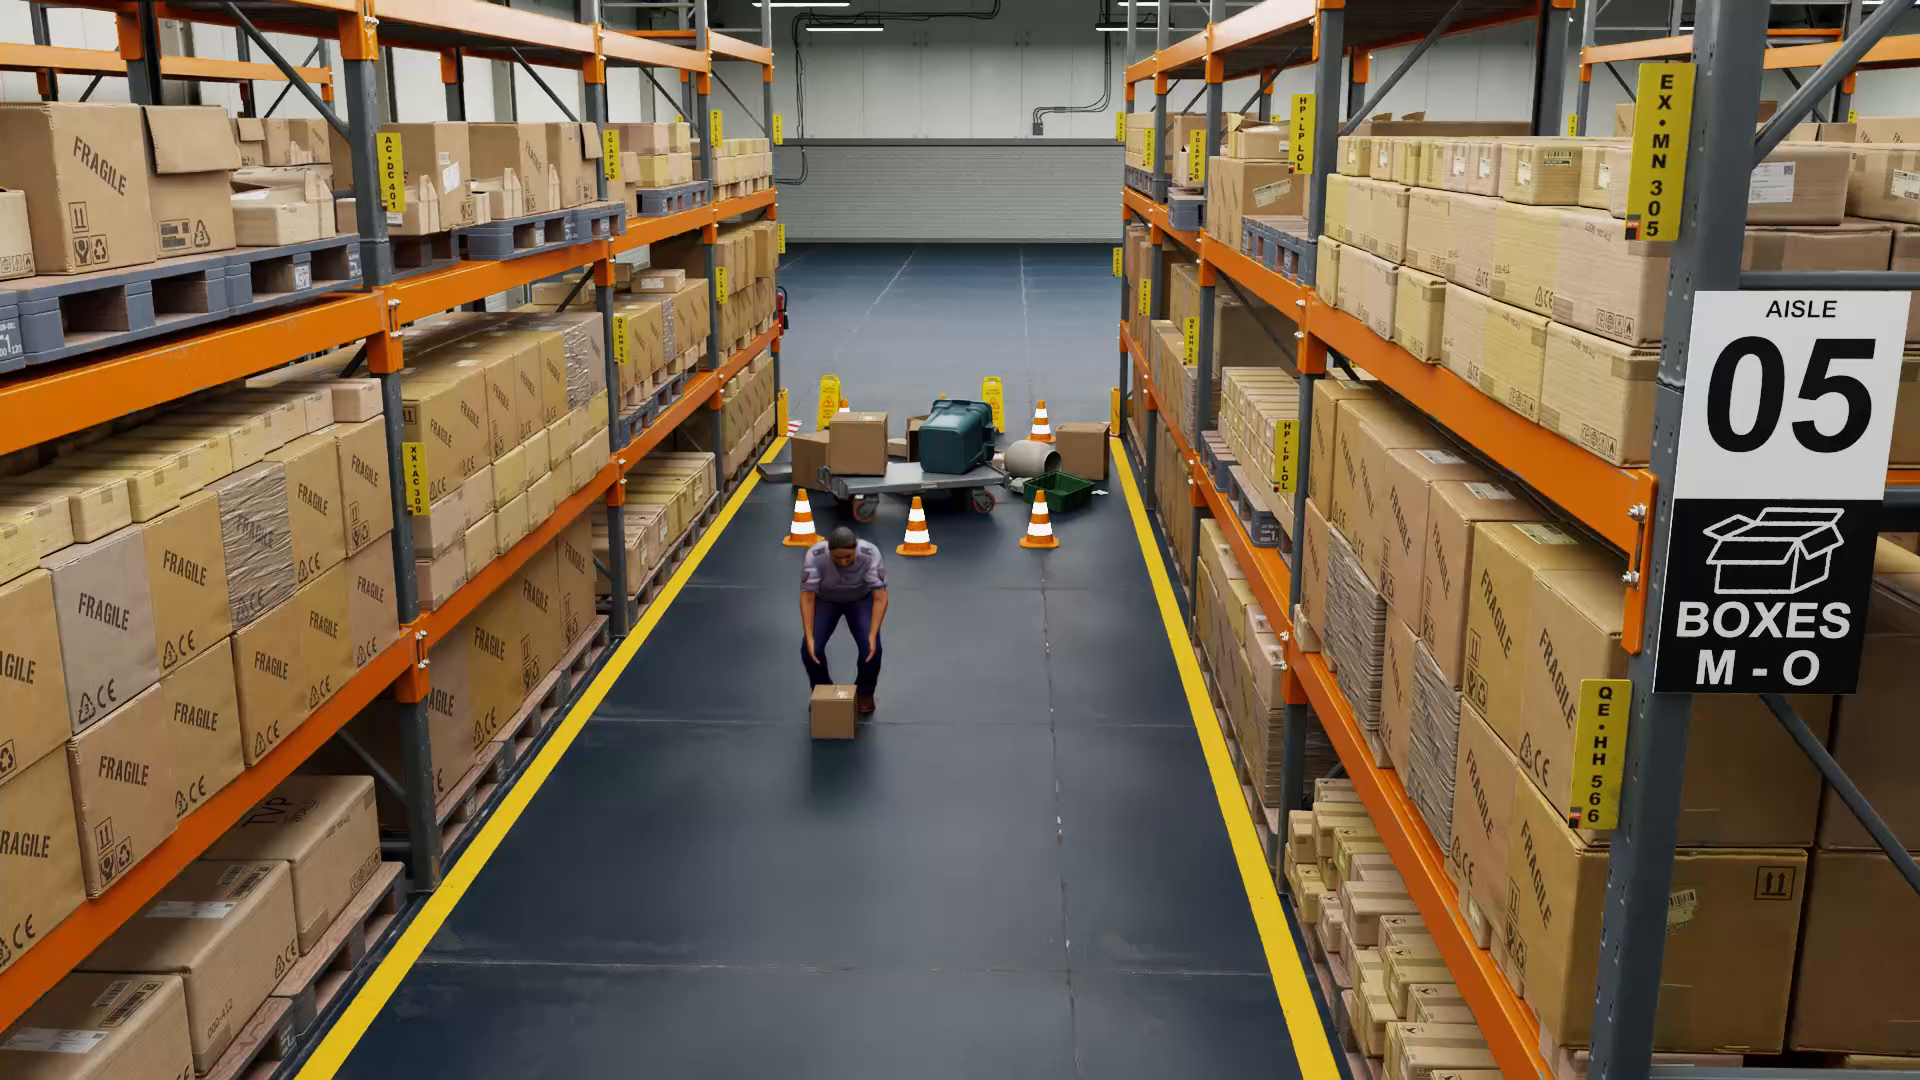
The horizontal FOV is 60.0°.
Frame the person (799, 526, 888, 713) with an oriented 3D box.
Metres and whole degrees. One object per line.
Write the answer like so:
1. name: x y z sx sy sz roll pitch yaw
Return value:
1. person: -0.693 0.452 10.110 0.536 1.226 0.730 0 14 2
